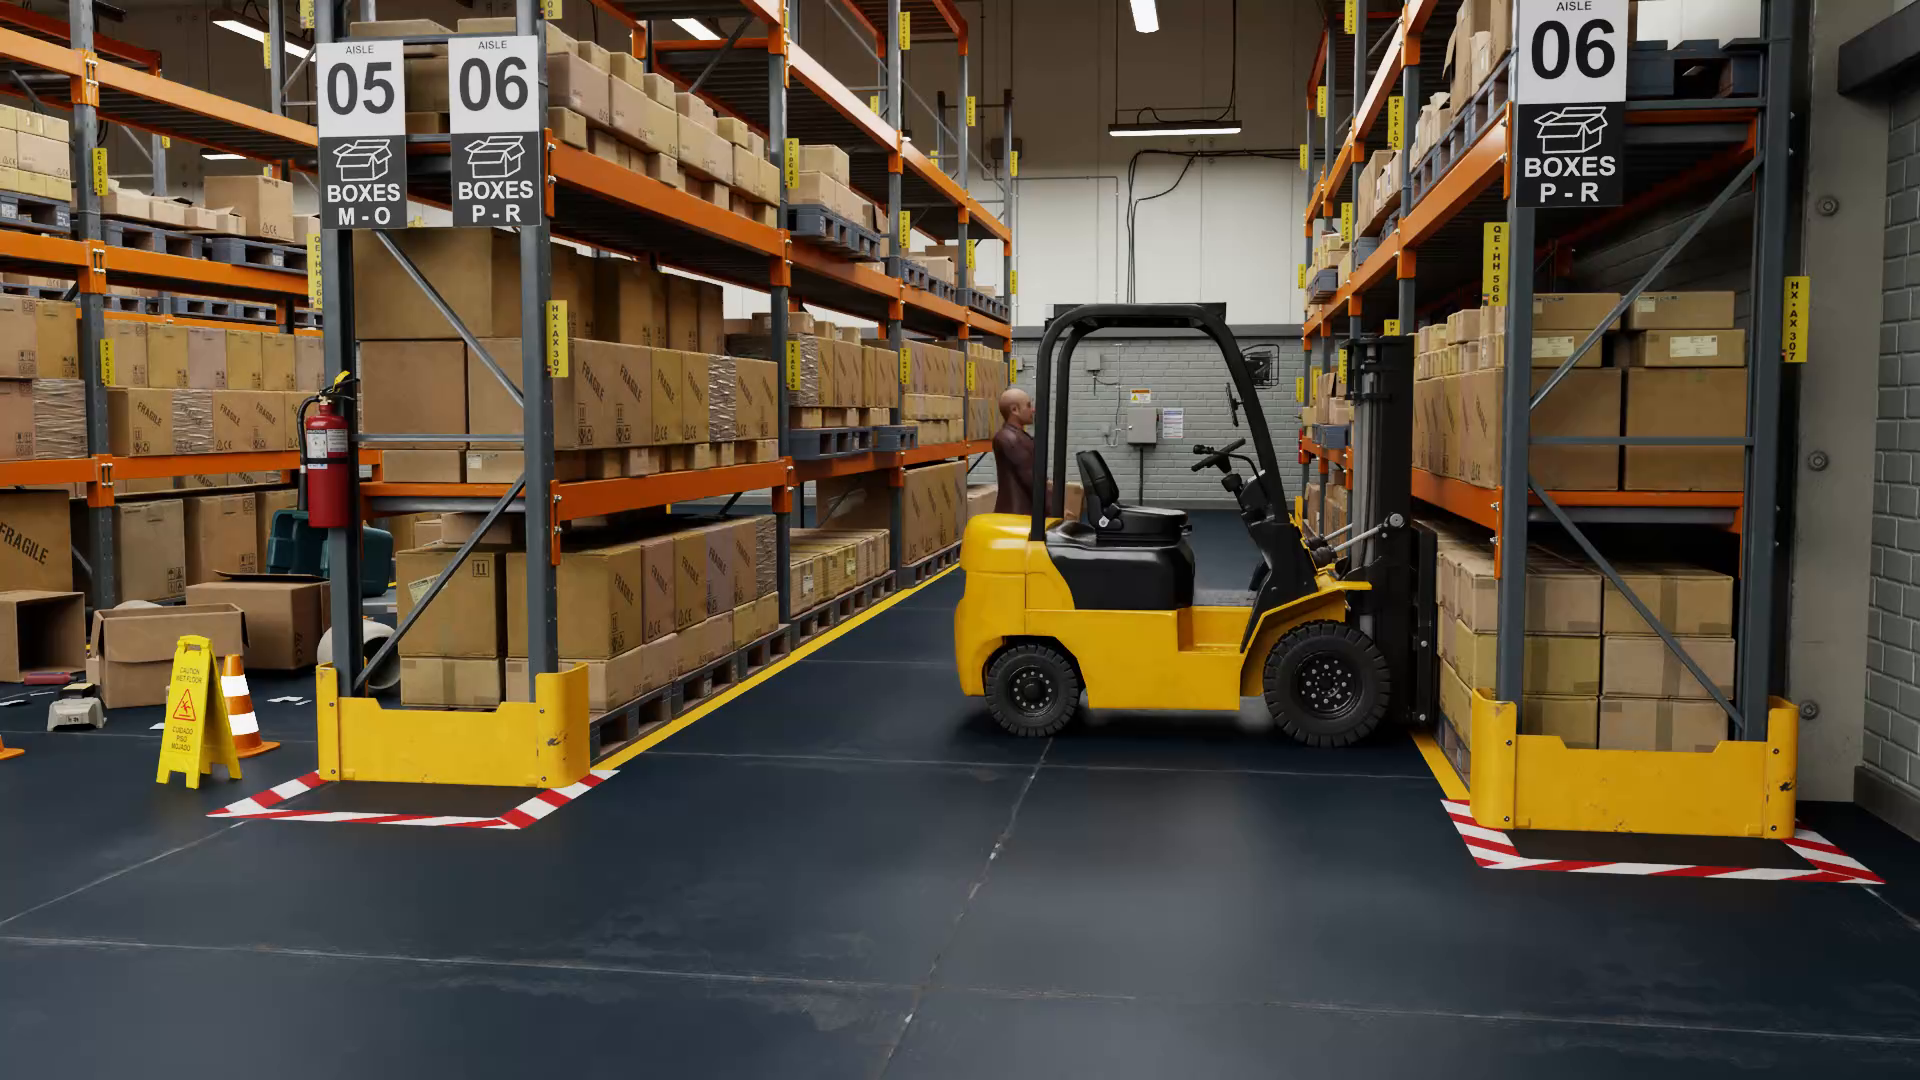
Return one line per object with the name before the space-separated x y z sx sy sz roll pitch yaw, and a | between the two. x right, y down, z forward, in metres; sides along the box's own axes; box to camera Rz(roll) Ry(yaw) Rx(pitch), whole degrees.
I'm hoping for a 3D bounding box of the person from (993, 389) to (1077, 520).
person | 0.496 -0.092 10.816 0.553 1.779 0.524 1 4 8
